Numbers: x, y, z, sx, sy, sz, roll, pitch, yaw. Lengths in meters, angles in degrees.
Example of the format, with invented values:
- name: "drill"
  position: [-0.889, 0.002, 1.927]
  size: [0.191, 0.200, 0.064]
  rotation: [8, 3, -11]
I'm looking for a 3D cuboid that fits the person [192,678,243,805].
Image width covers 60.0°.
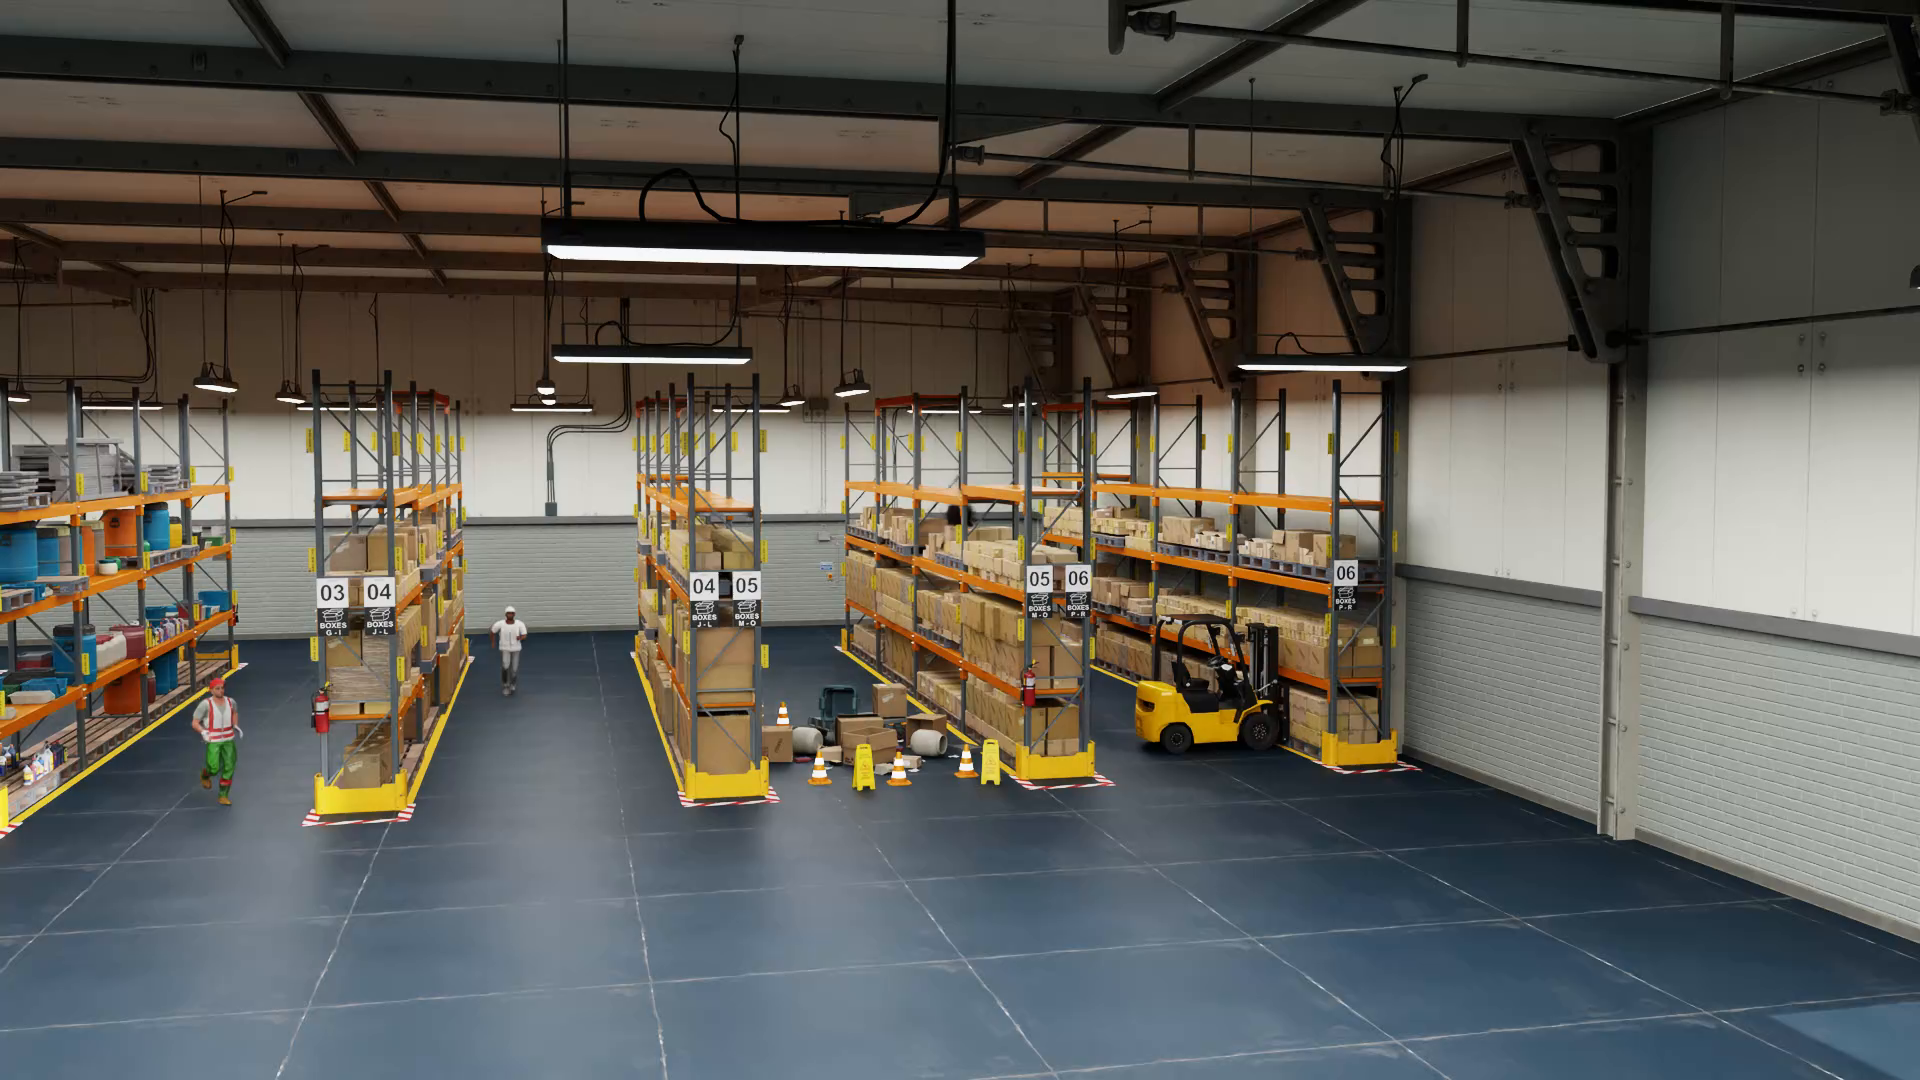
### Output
- name: "person"
  position: [-10.387, 2.795, 23.242]
  size: [0.663, 1.752, 0.827]
  rotation: [-3, 5, -43]

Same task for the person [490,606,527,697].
- name: "person"
  position: [-8.956, 2.214, 33.068]
  size: [0.691, 1.789, 0.722]
  rotation: [-1, 4, -21]

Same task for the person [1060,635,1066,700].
- name: "person"
  position: [1.753, 2.363, 31.621]
  size: [0.609, 1.609, 0.861]
  rotation: [-1, 3, -16]
